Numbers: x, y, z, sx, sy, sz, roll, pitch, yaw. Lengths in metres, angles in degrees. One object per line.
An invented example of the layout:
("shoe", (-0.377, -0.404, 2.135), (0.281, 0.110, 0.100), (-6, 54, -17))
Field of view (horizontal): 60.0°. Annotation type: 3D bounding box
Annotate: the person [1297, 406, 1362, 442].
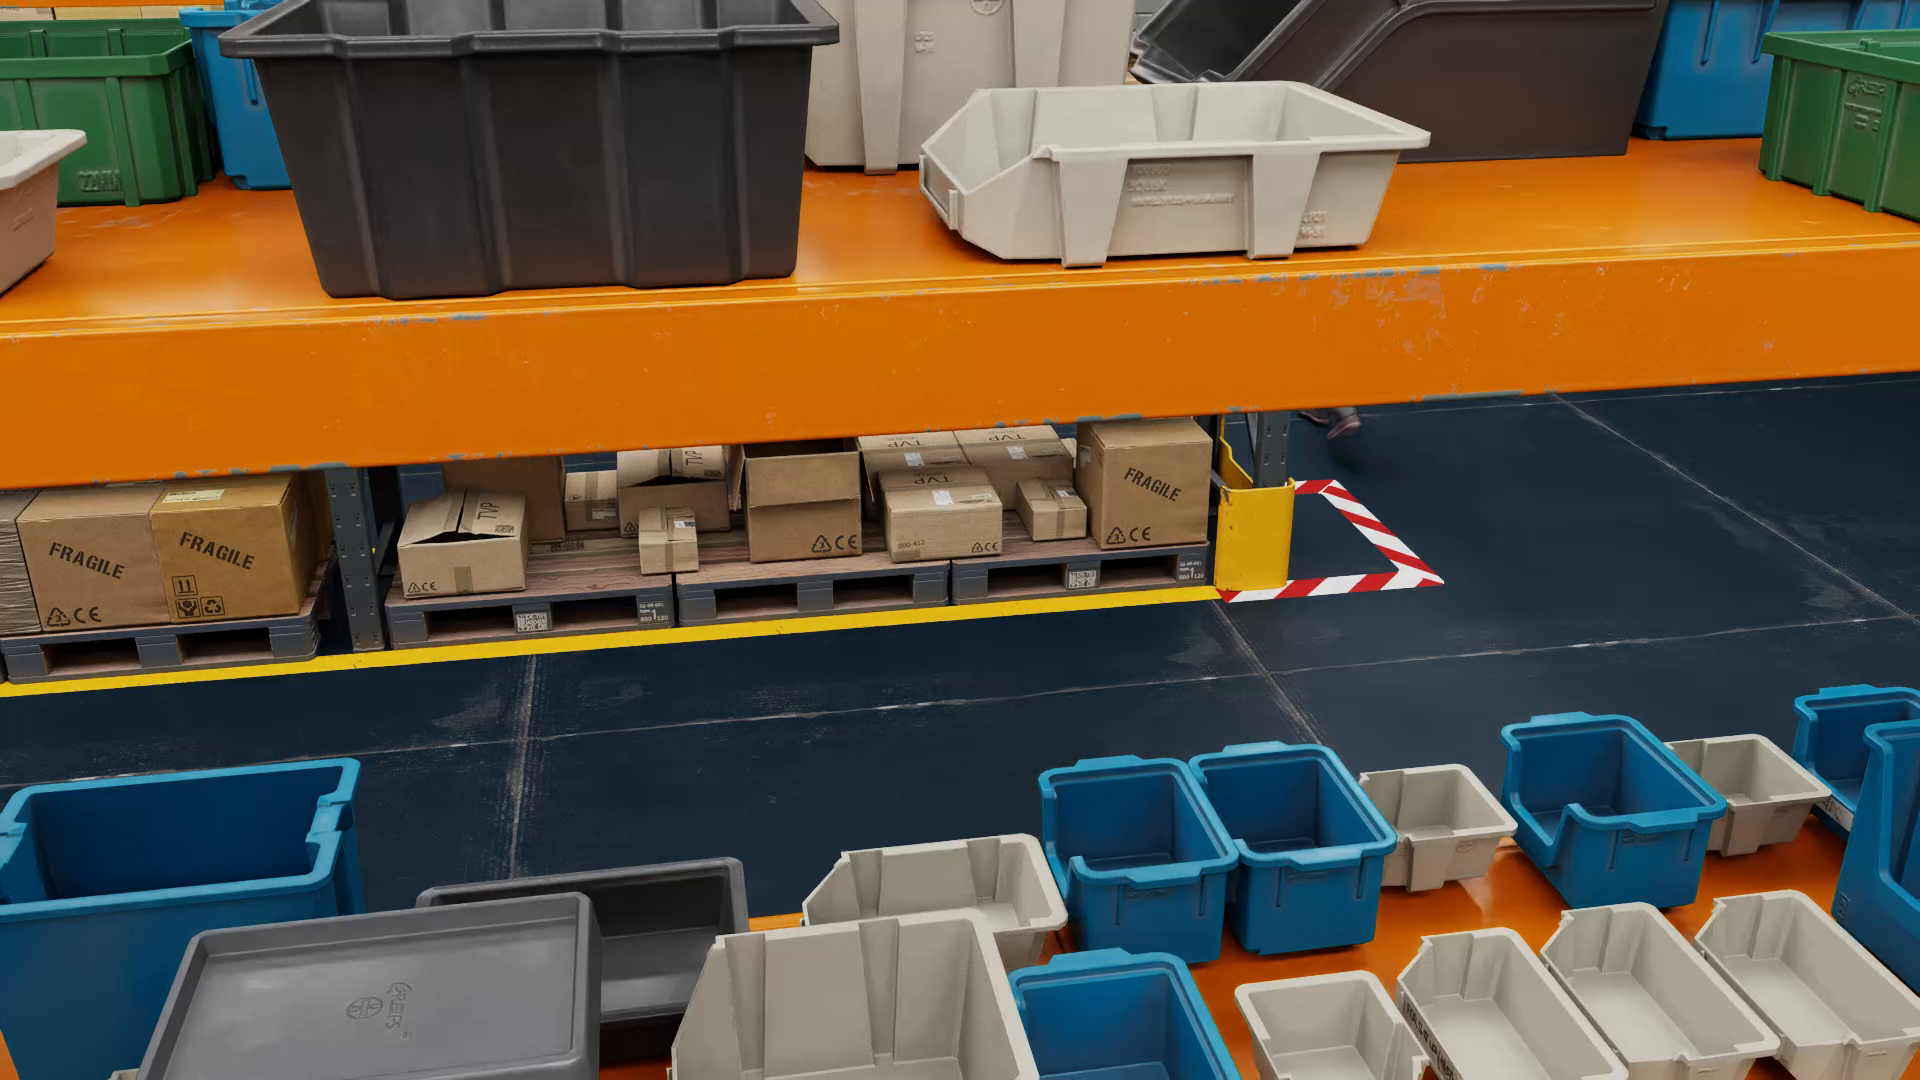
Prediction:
("person", (2.049, -1.327, 9.174), (0.501, 1.599, 0.869), (-12, 26, -25))
